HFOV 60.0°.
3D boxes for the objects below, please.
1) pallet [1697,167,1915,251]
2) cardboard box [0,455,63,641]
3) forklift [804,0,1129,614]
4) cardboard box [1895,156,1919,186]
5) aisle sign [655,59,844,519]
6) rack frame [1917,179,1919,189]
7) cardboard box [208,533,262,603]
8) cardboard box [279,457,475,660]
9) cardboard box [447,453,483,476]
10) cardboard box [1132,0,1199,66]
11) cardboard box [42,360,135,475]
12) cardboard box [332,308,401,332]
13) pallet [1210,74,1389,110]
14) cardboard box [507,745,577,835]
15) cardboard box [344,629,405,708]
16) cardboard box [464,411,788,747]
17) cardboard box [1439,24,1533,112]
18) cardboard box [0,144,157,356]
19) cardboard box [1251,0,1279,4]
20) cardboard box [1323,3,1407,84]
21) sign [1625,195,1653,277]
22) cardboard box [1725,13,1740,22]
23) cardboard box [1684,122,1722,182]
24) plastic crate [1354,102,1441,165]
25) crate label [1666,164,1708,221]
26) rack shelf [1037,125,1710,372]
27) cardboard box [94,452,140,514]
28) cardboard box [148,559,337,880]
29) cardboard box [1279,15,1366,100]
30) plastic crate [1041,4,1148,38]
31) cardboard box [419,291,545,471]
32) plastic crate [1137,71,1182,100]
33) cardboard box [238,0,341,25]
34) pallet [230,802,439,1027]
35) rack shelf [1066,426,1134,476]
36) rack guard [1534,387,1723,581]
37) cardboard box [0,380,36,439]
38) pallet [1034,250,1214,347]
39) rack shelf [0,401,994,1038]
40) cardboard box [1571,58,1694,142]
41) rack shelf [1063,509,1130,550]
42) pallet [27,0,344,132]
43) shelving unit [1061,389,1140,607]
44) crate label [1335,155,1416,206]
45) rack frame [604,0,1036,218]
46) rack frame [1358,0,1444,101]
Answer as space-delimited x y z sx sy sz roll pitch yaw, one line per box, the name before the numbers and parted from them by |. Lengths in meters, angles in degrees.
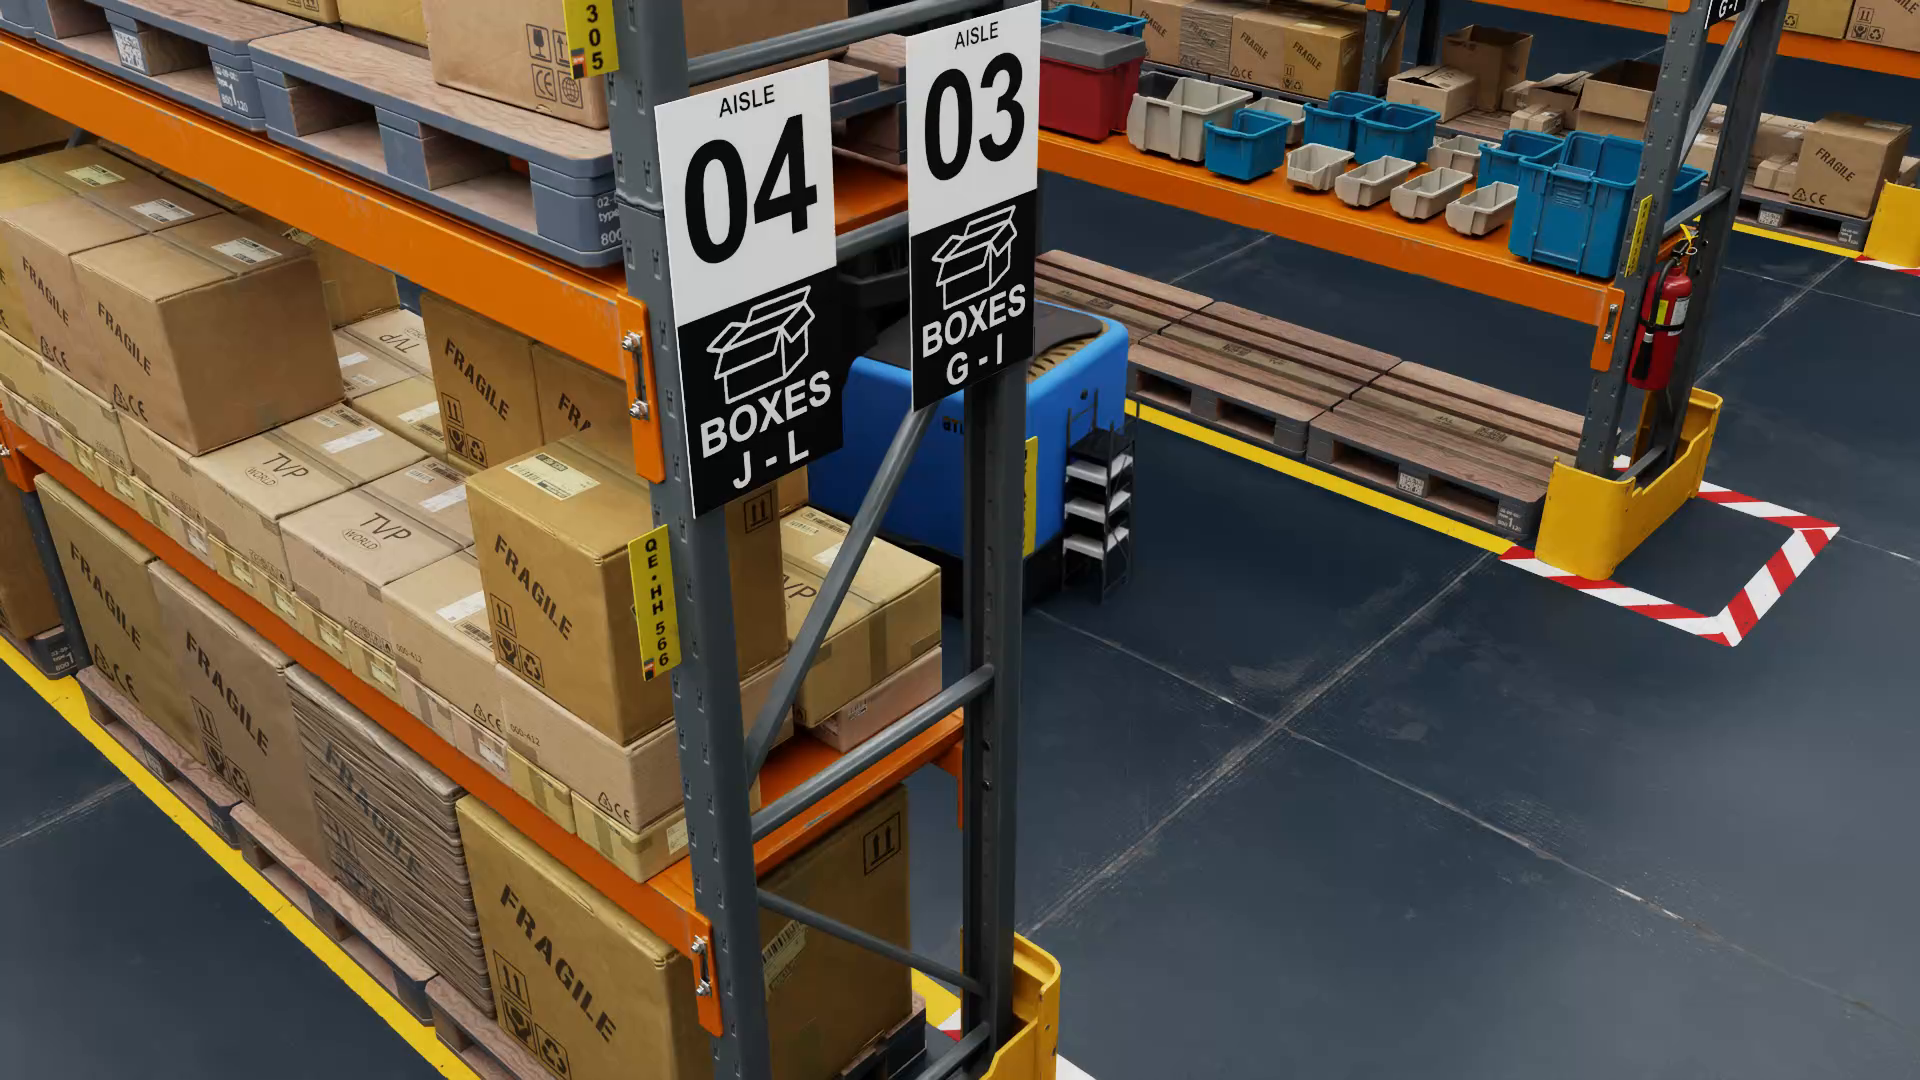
pallet | 5.779 -2.373 11.488 1.213 0.211 1.003 25 39 35
cardboard box | -3.677 -0.347 7.071 0.875 0.875 1.225 25 39 35
forklift | -0.752 -1.509 7.414 3.031 2.935 1.130 20 36 29
cardboard box | 6.347 -2.510 11.348 0.250 0.149 0.380 25 39 35
aisle sign | -0.371 -0.453 3.074 0.004 0.787 0.394 25 39 35
rack frame | 6.427 -3.266 10.267 0.127 3.000 1.000 25 39 35
cardboard box | -2.036 0.012 5.065 0.250 0.149 0.380 24 38 34
cardboard box | -1.514 0.039 4.633 0.500 0.250 0.500 24 38 34
cardboard box | -1.158 -0.165 4.972 0.500 0.250 0.500 24 38 34
cardboard box | 1.792 -4.352 14.069 0.500 0.500 0.500 24 38 34
cardboard box | -2.651 -0.490 5.513 0.500 0.250 0.500 25 39 35
cardboard box | -2.300 -0.696 5.855 0.500 0.250 0.500 26 40 36
pallet | 2.833 -3.723 13.730 1.213 0.211 1.003 25 39 35
cardboard box | -0.902 0.542 4.185 0.250 0.149 0.380 25 39 36
cardboard box | -1.466 0.278 4.623 0.250 0.149 0.380 24 39 34
cardboard box | -0.761 0.068 3.858 0.500 0.500 0.500 26 39 36
cardboard box | 4.074 -3.679 12.951 0.500 0.500 0.500 25 39 35
cardboard box | -3.005 -0.985 5.607 0.500 0.500 0.500 25 39 35
cardboard box | 2.525 -4.696 13.912 0.500 0.250 0.500 25 39 35
cardboard box | 3.266 -4.029 13.531 0.500 0.500 0.500 23 38 33
sign | 2.743 -1.227 6.722 0.005 0.325 0.100 25 39 35
cardboard box | 5.159 -3.713 10.912 0.500 0.500 0.500 25 39 35
cardboard box | 5.174 -2.711 11.584 0.500 0.250 0.500 25 39 35
plastic crate | 2.162 -1.994 8.259 0.300 0.233 0.416 25 39 35
crate label | 3.138 -1.539 7.502 0.303 0.233 0.416 25 39 35
rack shelf | 1.617 -1.757 8.458 4.000 0.370 1.077 25 39 35
cardboard box | -2.606 -0.254 5.508 0.250 0.149 0.380 24 38 34
cardboard box | -2.086 0.437 5.768 0.875 0.875 0.875 25 39 35
cardboard box | 2.903 -3.829 13.200 0.500 0.500 0.500 25 39 35
plastic crate | 0.710 -2.745 9.359 0.575 0.384 0.392 25 39 35
cardboard box | -1.157 -0.483 4.774 0.500 0.500 0.500 24 38 34
plastic crate | 1.145 -2.381 9.005 0.590 0.125 0.437 25 39 35
cardboard box | -1.397 -1.591 3.975 0.500 0.500 0.700 22 37 32
pallet | -1.769 1.046 5.807 1.213 0.211 1.003 25 39 35
rack shelf | 0.601 -0.378 7.047 0.200 0.077 0.258 20 36 29
rack guard | 3.127 -0.299 7.762 0.348 0.500 1.175 25 39 35
cardboard box | -3.193 -0.526 5.960 0.250 0.149 0.380 25 39 35
pallet | 0.706 -1.323 9.744 1.213 0.211 1.003 25 39 35
rack shelf | -1.706 0.137 5.312 4.000 0.370 1.077 25 39 35
cardboard box | 4.858 -3.121 12.020 0.637 0.503 0.797 25 39 35
rack shelf | 0.601 -0.070 7.233 0.200 0.077 0.258 20 36 29
pallet | -1.689 -1.401 4.347 1.213 0.211 1.003 25 39 35
shelving unit | 0.601 -0.176 7.169 0.210 0.900 0.258 20 36 29
crate label | 1.946 -1.692 7.850 0.243 0.136 0.396 25 39 35
rack frame | -0.223 -2.050 2.429 0.127 3.000 1.000 25 39 35
rack frame | 3.461 -4.651 12.567 0.127 3.000 1.000 25 39 35
